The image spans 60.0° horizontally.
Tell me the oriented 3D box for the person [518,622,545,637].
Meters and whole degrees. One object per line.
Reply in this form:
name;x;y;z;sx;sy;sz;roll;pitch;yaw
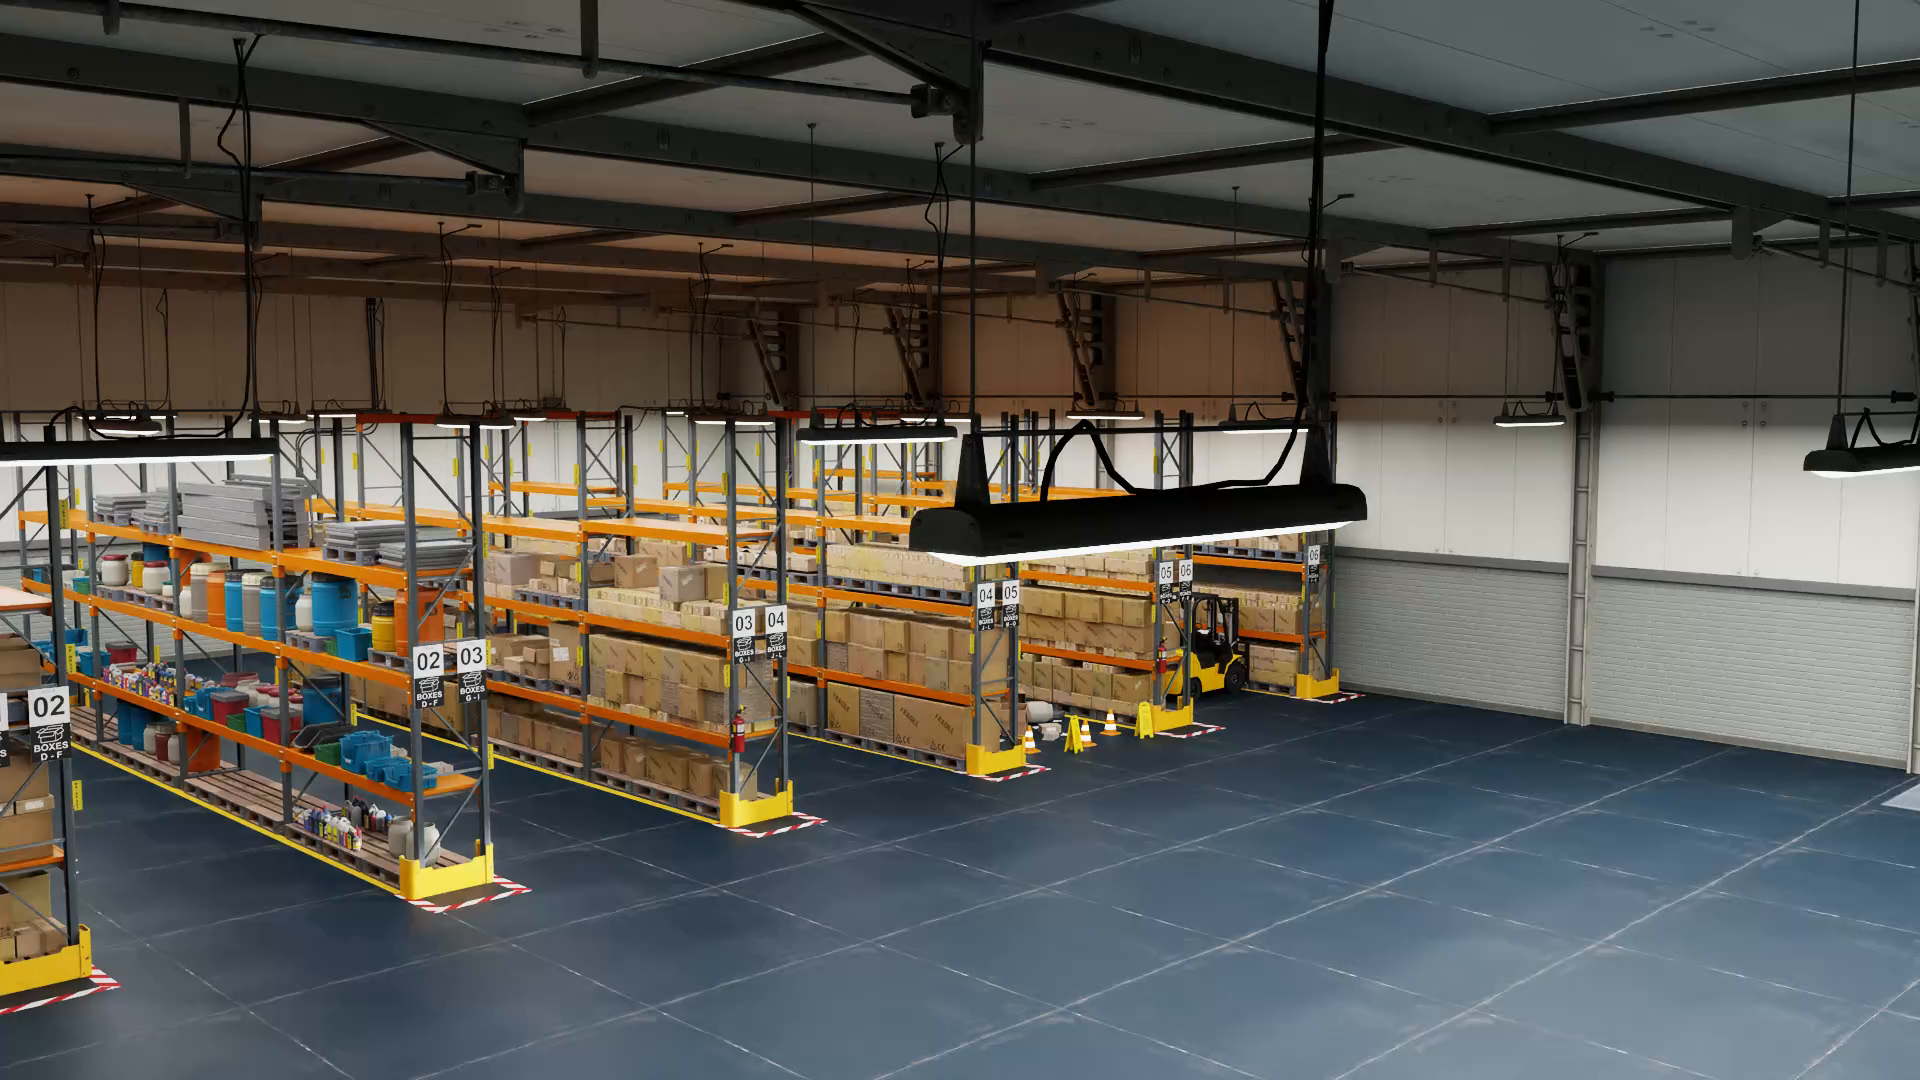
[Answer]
person;-10.610;1.916;40.946;0.885;1.784;0.765;1;5;13
